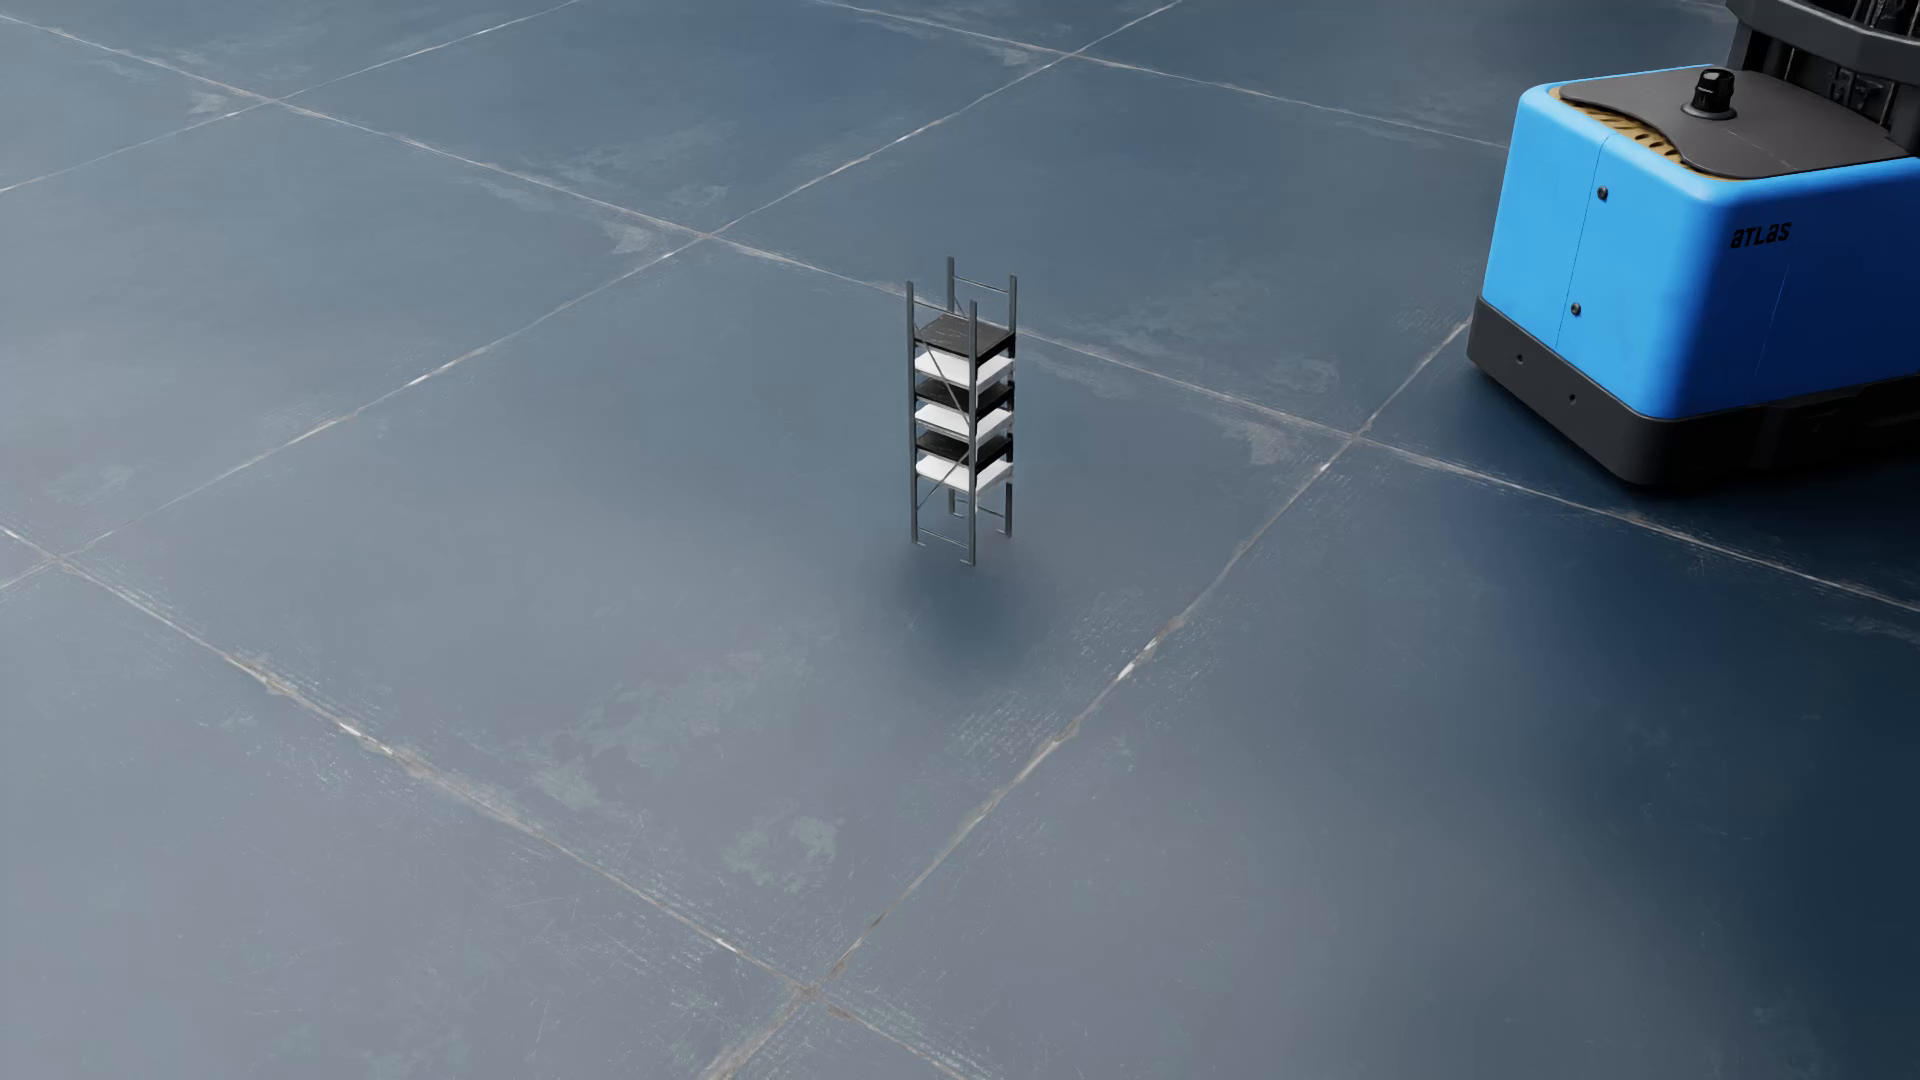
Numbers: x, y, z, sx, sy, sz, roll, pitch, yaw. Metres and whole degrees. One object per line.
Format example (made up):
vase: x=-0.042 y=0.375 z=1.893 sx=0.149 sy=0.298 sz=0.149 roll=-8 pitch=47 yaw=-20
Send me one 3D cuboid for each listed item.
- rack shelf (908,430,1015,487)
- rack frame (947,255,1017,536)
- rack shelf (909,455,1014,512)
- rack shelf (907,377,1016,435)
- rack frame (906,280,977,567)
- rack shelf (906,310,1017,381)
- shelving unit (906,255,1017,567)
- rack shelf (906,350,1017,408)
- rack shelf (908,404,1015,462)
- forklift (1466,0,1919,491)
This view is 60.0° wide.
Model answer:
rack shelf: x=0.005 y=-0.274 z=5.073 sx=0.258 sy=0.077 sz=0.200 roll=21 pitch=39 yaw=28
rack frame: x=0.063 y=-0.423 z=5.073 sx=0.240 sy=0.900 sz=0.006 roll=21 pitch=39 yaw=28
rack shelf: x=0.005 y=-0.200 z=5.123 sx=0.258 sy=0.077 sz=0.200 roll=21 pitch=39 yaw=28
rack shelf: x=0.005 y=-0.423 z=4.972 sx=0.258 sy=0.077 sz=0.200 roll=21 pitch=39 yaw=28
rack frame: x=-0.053 y=-0.330 z=4.934 sx=0.240 sy=0.900 sz=0.006 roll=21 pitch=39 yaw=28
rack shelf: x=0.005 y=-0.573 z=4.871 sx=0.258 sy=0.077 sz=0.200 roll=21 pitch=39 yaw=28
shelving unit: x=0.005 y=-0.376 z=5.003 sx=0.258 sy=0.900 sz=0.210 roll=21 pitch=39 yaw=28
rack shelf: x=0.005 y=-0.498 z=4.921 sx=0.258 sy=0.077 sz=0.200 roll=21 pitch=39 yaw=28
rack shelf: x=0.005 y=-0.349 z=5.022 sx=0.258 sy=0.077 sz=0.200 roll=21 pitch=39 yaw=28
forklift: x=3.442 y=-1.862 z=5.386 sx=3.031 sy=2.935 sz=1.130 roll=-11 pitch=36 yaw=-15
